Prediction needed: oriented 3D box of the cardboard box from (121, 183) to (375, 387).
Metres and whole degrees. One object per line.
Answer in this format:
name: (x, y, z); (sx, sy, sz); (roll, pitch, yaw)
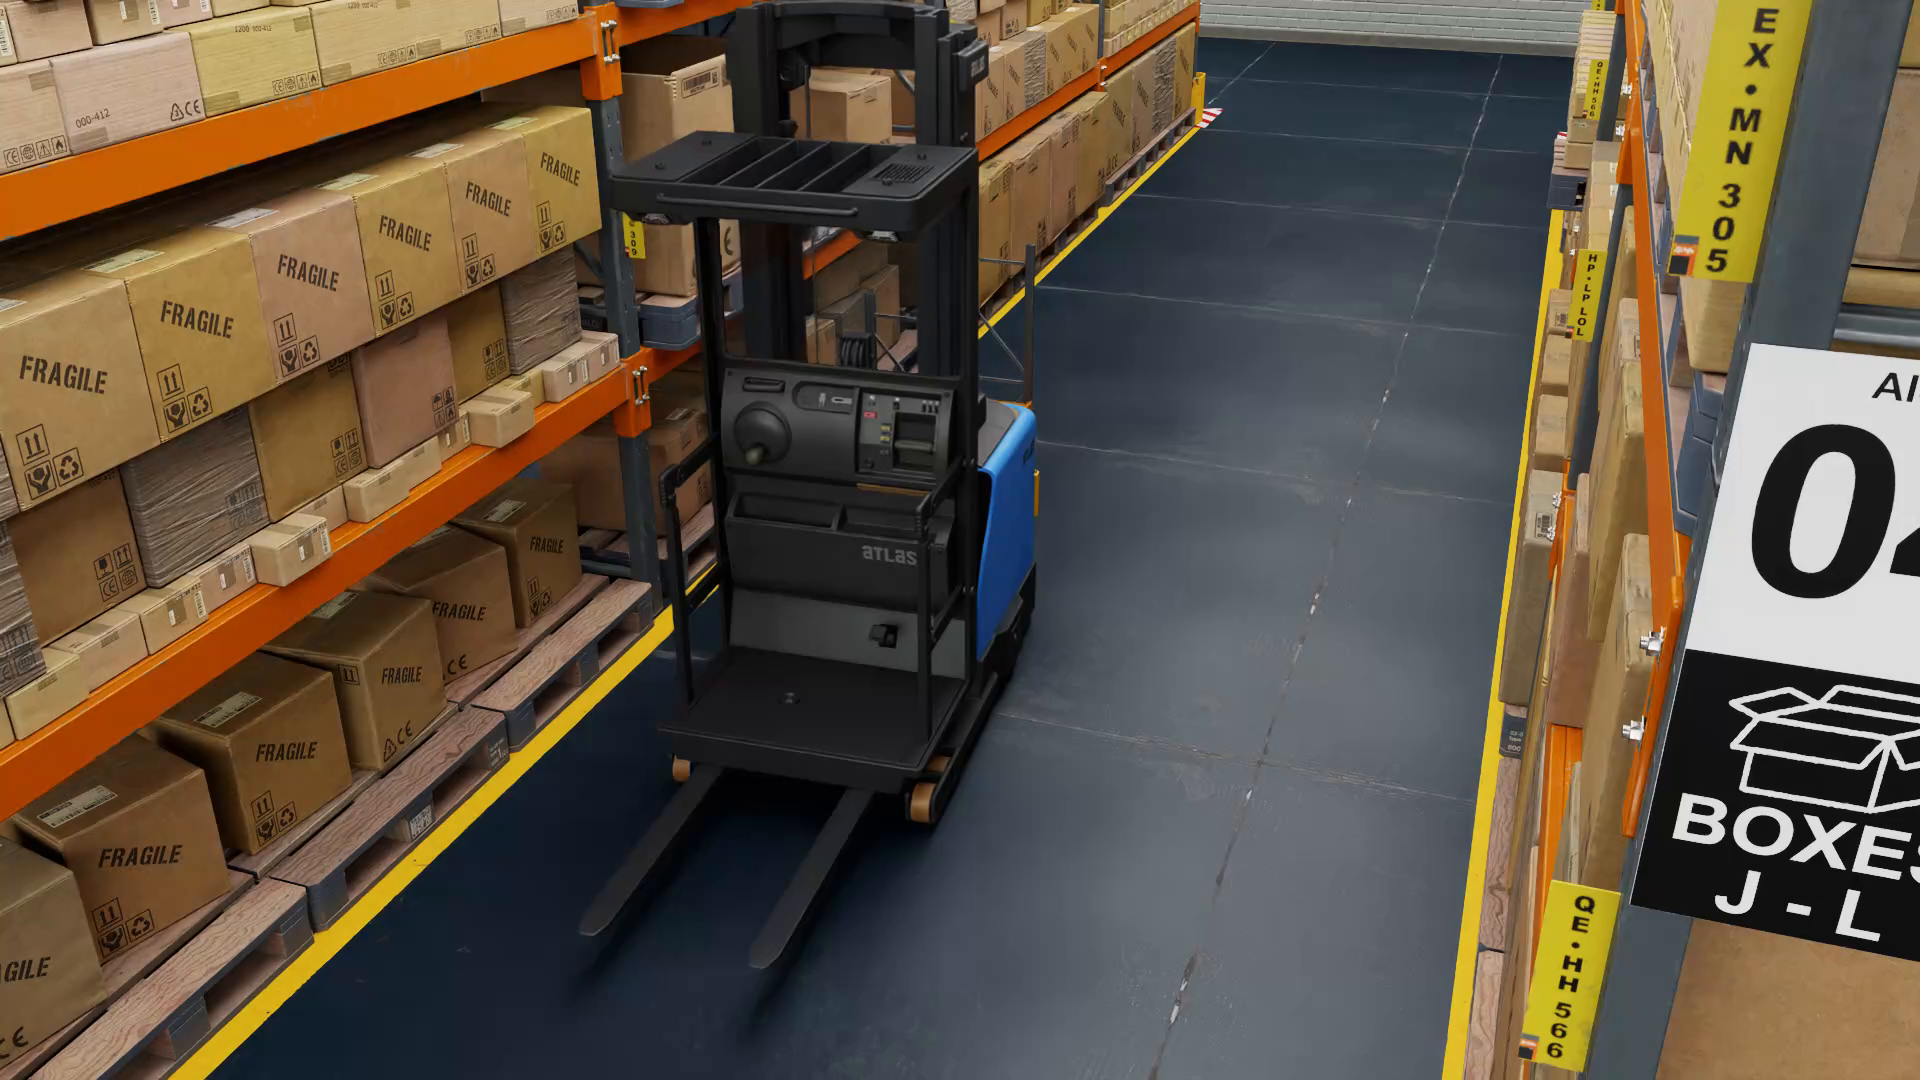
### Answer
cardboard box: (-2.318, -0.847, 5.455); (0.500, 0.500, 0.500); (9, 27, 17)

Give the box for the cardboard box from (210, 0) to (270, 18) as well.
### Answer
cardboard box: (-2.368, -1.705, 5.103); (0.380, 0.149, 0.250); (8, 27, 16)

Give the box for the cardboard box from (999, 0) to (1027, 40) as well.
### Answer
cardboard box: (0.101, -4.042, 12.389); (0.797, 0.503, 0.637); (10, 27, 19)

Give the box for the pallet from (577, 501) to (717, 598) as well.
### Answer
pallet: (-1.668, -0.124, 8.765); (1.003, 0.211, 1.213); (9, 27, 17)

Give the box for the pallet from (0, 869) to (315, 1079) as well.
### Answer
pallet: (-2.928, 1.480, 5.452); (1.003, 0.211, 1.213); (9, 27, 17)

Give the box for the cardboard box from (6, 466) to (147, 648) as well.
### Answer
cardboard box: (-2.994, -0.039, 4.933); (0.875, 0.500, 0.500); (9, 27, 17)

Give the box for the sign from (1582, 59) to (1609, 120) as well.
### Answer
sign: (3.534, -2.503, 9.239); (0.100, 0.325, 0.005); (9, 27, 17)

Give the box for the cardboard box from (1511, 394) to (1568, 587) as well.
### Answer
cardboard box: (3.164, -0.139, 7.694); (1.050, 0.750, 0.750); (9, 27, 17)

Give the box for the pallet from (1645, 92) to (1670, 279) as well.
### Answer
pallet: (2.028, -0.774, 3.567); (1.003, 0.211, 1.213); (9, 27, 17)

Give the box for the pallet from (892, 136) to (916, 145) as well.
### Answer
pallet: (-0.731, -2.308, 10.296); (1.213, 0.211, 1.003); (9, 27, 17)

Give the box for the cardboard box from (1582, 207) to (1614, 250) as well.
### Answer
cardboard box: (3.143, -1.221, 7.715); (0.500, 0.500, 0.500); (8, 27, 17)

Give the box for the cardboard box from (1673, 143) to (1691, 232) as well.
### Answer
cardboard box: (1.347, -0.520, 2.633); (0.380, 0.149, 0.250); (9, 27, 18)

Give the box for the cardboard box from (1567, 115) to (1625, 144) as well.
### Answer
cardboard box: (3.784, -2.421, 9.773); (0.380, 0.149, 0.250); (9, 27, 18)

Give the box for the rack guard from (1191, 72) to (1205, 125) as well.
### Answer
rack guard: (2.076, -4.875, 18.246); (1.175, 0.500, 0.348); (9, 27, 17)

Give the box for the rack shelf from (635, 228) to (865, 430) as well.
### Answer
rack shelf: (-1.260, -1.557, 9.350); (1.077, 0.370, 4.000); (9, 27, 17)

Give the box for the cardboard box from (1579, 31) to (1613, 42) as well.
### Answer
cardboard box: (4.471, -3.407, 11.467); (0.380, 0.149, 0.250); (9, 27, 17)

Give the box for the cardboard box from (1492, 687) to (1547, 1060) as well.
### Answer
cardboard box: (2.146, 1.088, 5.017); (0.875, 0.875, 0.875); (9, 27, 18)

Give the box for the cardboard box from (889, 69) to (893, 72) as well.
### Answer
cardboard box: (-0.664, -2.987, 11.362); (0.500, 0.500, 0.500); (10, 27, 19)

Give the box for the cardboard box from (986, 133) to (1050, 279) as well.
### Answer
cardboard box: (-0.041, -2.582, 12.596); (1.225, 0.875, 0.875); (9, 27, 18)

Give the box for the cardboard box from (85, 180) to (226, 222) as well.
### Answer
cardboard box: (-2.803, -0.922, 5.609); (0.500, 0.500, 0.500); (9, 27, 17)

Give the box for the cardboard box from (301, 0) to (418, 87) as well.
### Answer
cardboard box: (-2.179, -1.693, 5.535); (0.500, 0.250, 0.500); (9, 27, 17)

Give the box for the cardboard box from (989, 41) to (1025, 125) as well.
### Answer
cardboard box: (0.161, -3.332, 12.074); (0.500, 0.500, 0.500); (8, 27, 17)

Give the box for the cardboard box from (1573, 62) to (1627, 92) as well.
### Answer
cardboard box: (4.038, -2.875, 10.369); (0.380, 0.149, 0.250); (10, 27, 19)

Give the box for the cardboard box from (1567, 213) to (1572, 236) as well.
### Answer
cardboard box: (4.710, -2.167, 12.170); (0.500, 0.500, 0.500); (10, 28, 20)

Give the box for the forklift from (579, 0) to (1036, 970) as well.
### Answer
forklift: (-0.536, -0.405, 6.224); (1.130, 2.935, 3.031); (7, 27, 14)

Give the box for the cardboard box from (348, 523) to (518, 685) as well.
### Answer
cardboard box: (-2.280, 0.272, 7.133); (0.500, 0.500, 0.500); (19, 32, 34)

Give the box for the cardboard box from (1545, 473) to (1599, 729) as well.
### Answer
cardboard box: (2.154, 0.222, 4.678); (0.875, 0.550, 0.550); (9, 27, 17)

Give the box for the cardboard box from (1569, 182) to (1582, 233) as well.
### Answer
cardboard box: (4.536, -2.294, 11.572); (0.500, 0.250, 0.500); (10, 28, 19)

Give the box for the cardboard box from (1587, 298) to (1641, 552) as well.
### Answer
cardboard box: (2.180, -0.260, 4.435); (0.875, 0.550, 0.550); (9, 27, 17)

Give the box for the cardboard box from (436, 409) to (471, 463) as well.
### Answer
cardboard box: (-2.138, -0.417, 6.458); (0.380, 0.149, 0.250); (9, 27, 17)

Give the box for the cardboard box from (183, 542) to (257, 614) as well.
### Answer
cardboard box: (-2.527, 0.100, 5.389); (0.380, 0.149, 0.250); (9, 27, 17)

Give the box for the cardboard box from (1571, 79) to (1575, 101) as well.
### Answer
cardboard box: (4.211, -2.951, 10.869); (0.380, 0.149, 0.250); (9, 27, 19)

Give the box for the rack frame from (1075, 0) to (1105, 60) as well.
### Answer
rack frame: (0.737, -4.347, 14.286); (1.000, 3.000, 0.127); (9, 27, 17)

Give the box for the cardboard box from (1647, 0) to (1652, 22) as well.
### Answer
cardboard box: (2.192, -1.562, 4.784); (0.380, 0.149, 0.250); (9, 27, 18)

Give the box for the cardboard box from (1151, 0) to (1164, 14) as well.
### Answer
cardboard box: (1.649, -5.187, 15.852); (0.500, 0.250, 0.500); (9, 27, 18)

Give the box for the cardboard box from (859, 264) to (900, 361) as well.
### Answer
cardboard box: (-0.799, -1.498, 10.765); (0.700, 0.500, 0.500); (7, 27, 15)

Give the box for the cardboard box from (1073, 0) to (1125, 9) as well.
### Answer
cardboard box: (1.137, -4.910, 14.420); (0.500, 0.500, 0.500); (9, 27, 17)

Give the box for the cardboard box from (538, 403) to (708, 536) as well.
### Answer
cardboard box: (-1.701, -0.381, 8.459); (0.700, 0.500, 0.500); (7, 27, 13)

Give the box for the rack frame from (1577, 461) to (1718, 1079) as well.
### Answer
rack frame: (1.387, 1.345, 2.529); (1.000, 3.000, 0.127); (9, 27, 17)

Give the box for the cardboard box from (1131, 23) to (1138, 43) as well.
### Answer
cardboard box: (1.409, -4.632, 15.162); (0.380, 0.149, 0.250); (8, 27, 16)

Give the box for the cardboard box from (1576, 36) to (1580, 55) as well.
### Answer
cardboard box: (4.731, -3.594, 12.196); (0.380, 0.149, 0.250); (8, 27, 16)

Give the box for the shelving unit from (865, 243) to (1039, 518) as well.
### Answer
shelving unit: (-0.025, -0.644, 8.358); (0.587, 1.500, 1.083); (9, 27, 17)

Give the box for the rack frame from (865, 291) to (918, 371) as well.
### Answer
rack frame: (-0.198, -0.431, 7.919); (0.500, 1.500, 0.032); (9, 27, 17)

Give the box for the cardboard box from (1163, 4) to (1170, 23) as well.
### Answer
cardboard box: (1.835, -5.157, 16.247); (0.380, 0.149, 0.250); (9, 27, 18)

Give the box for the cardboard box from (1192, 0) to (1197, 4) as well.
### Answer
cardboard box: (2.260, -5.683, 17.335); (0.380, 0.149, 0.250); (9, 27, 18)

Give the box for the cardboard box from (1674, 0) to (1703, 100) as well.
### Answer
cardboard box: (1.622, -0.958, 3.079); (0.500, 0.250, 0.500); (9, 27, 17)

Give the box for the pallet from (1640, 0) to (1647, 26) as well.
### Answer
pallet: (2.977, -1.946, 6.105); (0.805, 0.209, 1.217); (8, 27, 15)

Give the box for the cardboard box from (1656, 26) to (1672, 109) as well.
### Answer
cardboard box: (1.770, -1.044, 3.714); (0.380, 0.149, 0.250); (9, 27, 18)

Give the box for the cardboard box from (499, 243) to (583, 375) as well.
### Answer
cardboard box: (-2.134, -1.062, 7.046); (0.875, 0.500, 0.500); (9, 27, 17)
